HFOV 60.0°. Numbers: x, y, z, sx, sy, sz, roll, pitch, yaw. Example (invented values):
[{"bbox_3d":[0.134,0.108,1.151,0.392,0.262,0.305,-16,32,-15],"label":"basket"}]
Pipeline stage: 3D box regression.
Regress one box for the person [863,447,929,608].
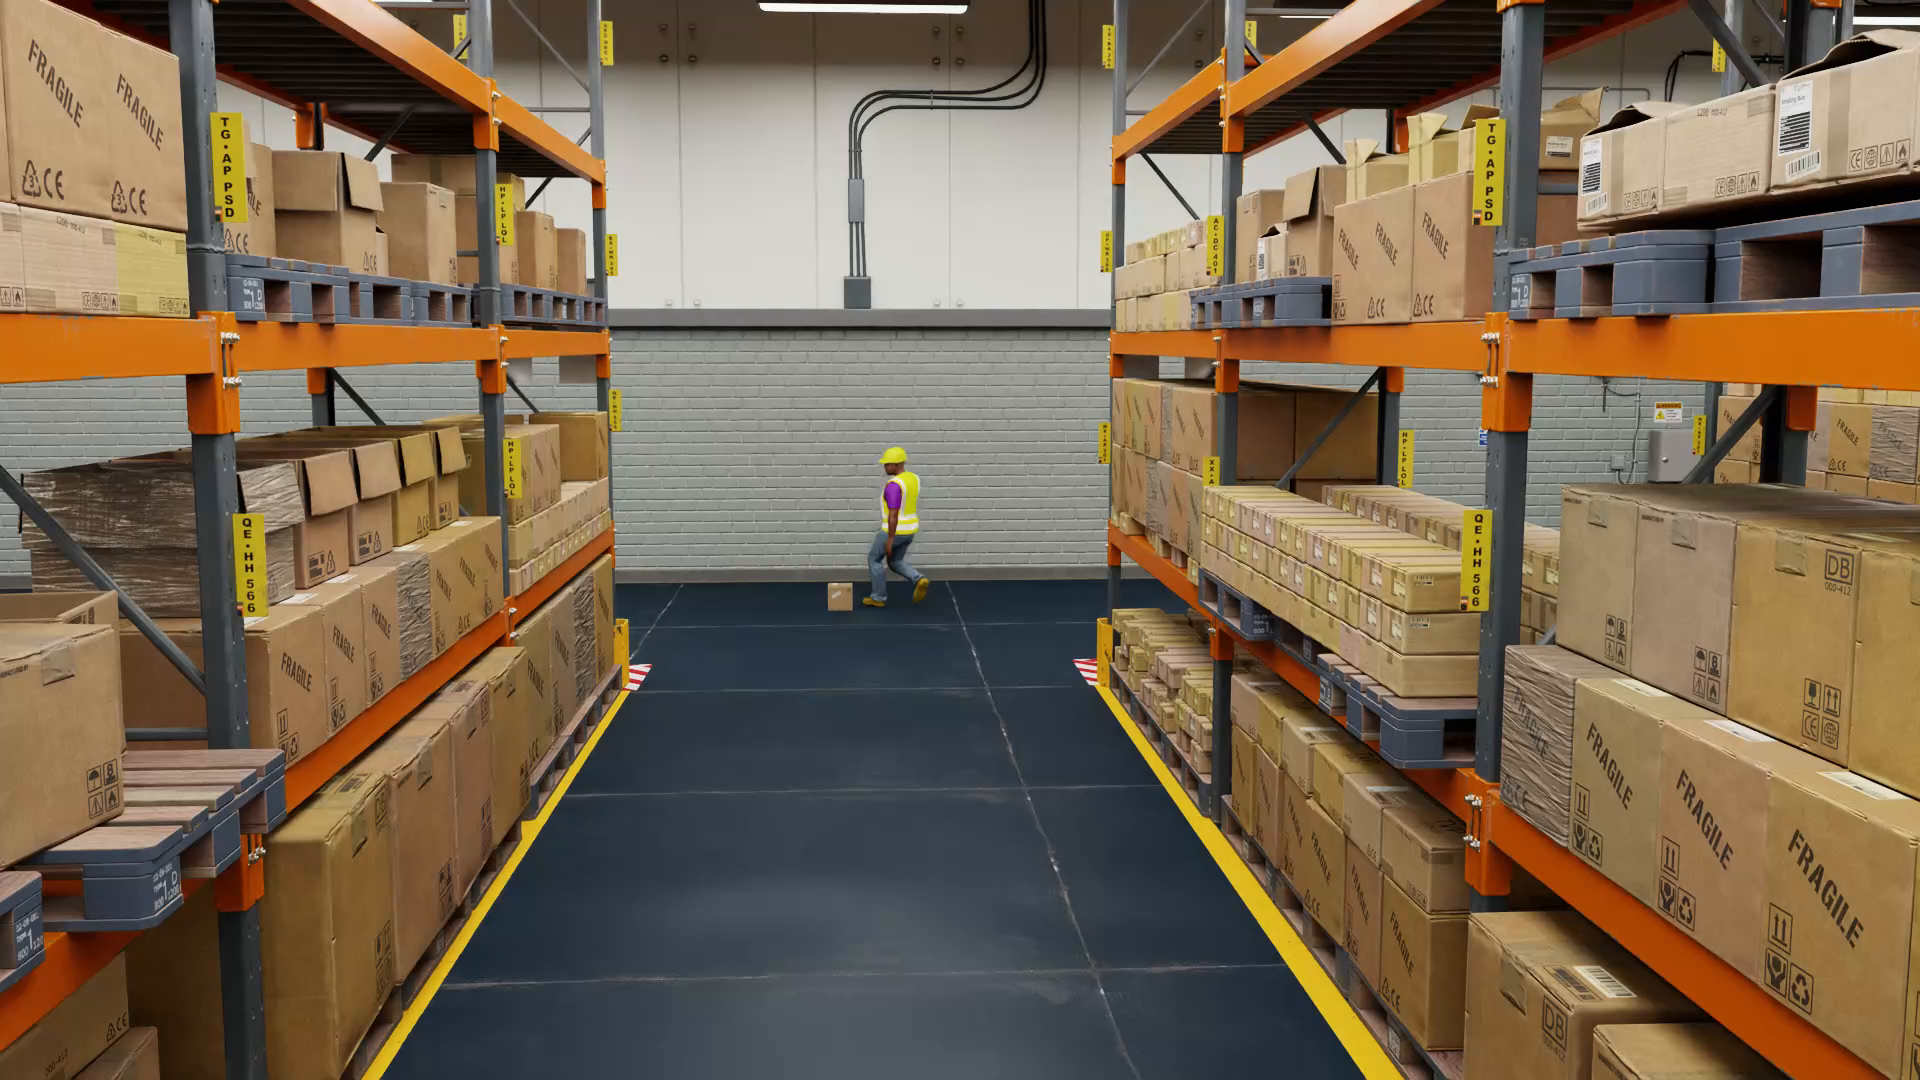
[{"bbox_3d":[-0.705,-0.125,17.078,0.801,1.675,0.561,4,8,32],"label":"person"}]
